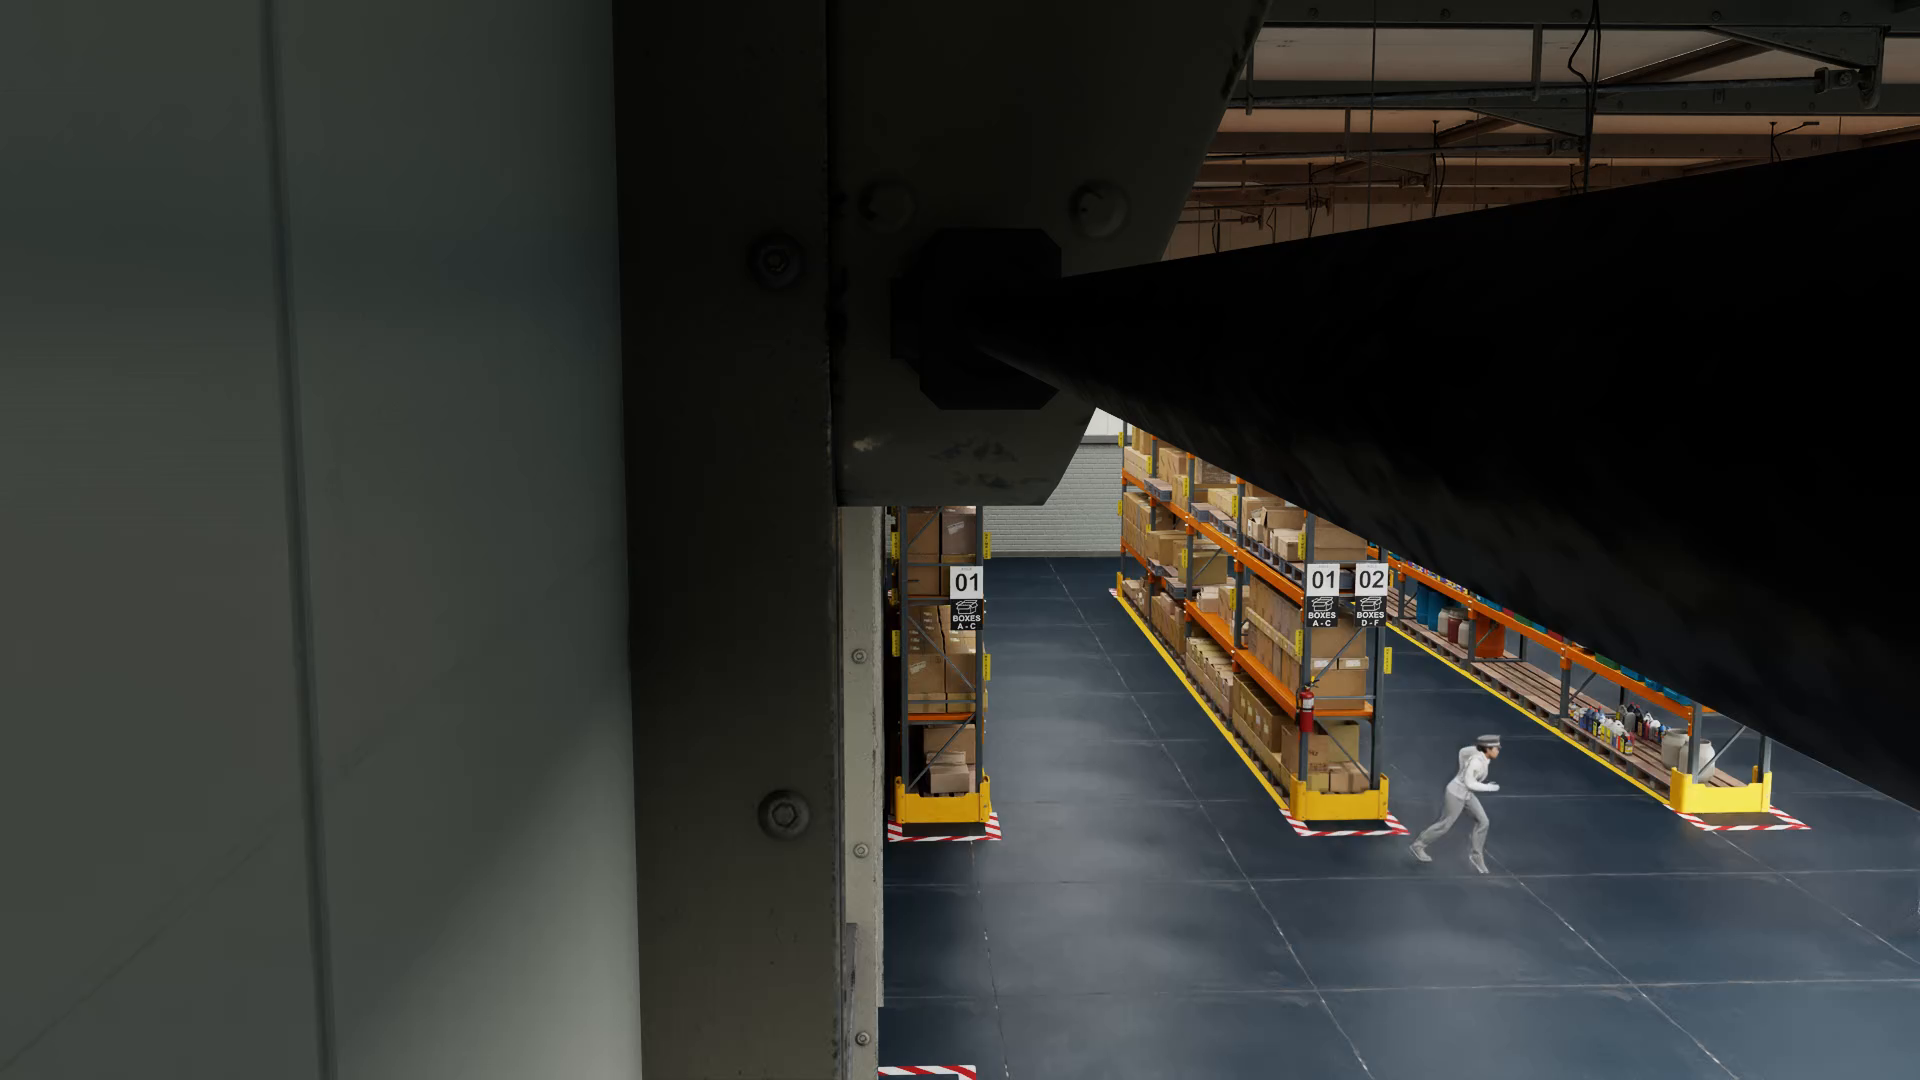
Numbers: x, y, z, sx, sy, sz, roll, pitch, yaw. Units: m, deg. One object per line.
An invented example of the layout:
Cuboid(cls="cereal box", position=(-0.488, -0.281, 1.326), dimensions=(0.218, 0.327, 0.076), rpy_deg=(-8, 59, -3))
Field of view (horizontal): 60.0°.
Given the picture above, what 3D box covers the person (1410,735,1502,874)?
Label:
Cuboid(cls="person", position=(5.593, 2.951, 18.778), dimensions=(0.951, 1.622, 0.655), rpy_deg=(4, 9, 24))
